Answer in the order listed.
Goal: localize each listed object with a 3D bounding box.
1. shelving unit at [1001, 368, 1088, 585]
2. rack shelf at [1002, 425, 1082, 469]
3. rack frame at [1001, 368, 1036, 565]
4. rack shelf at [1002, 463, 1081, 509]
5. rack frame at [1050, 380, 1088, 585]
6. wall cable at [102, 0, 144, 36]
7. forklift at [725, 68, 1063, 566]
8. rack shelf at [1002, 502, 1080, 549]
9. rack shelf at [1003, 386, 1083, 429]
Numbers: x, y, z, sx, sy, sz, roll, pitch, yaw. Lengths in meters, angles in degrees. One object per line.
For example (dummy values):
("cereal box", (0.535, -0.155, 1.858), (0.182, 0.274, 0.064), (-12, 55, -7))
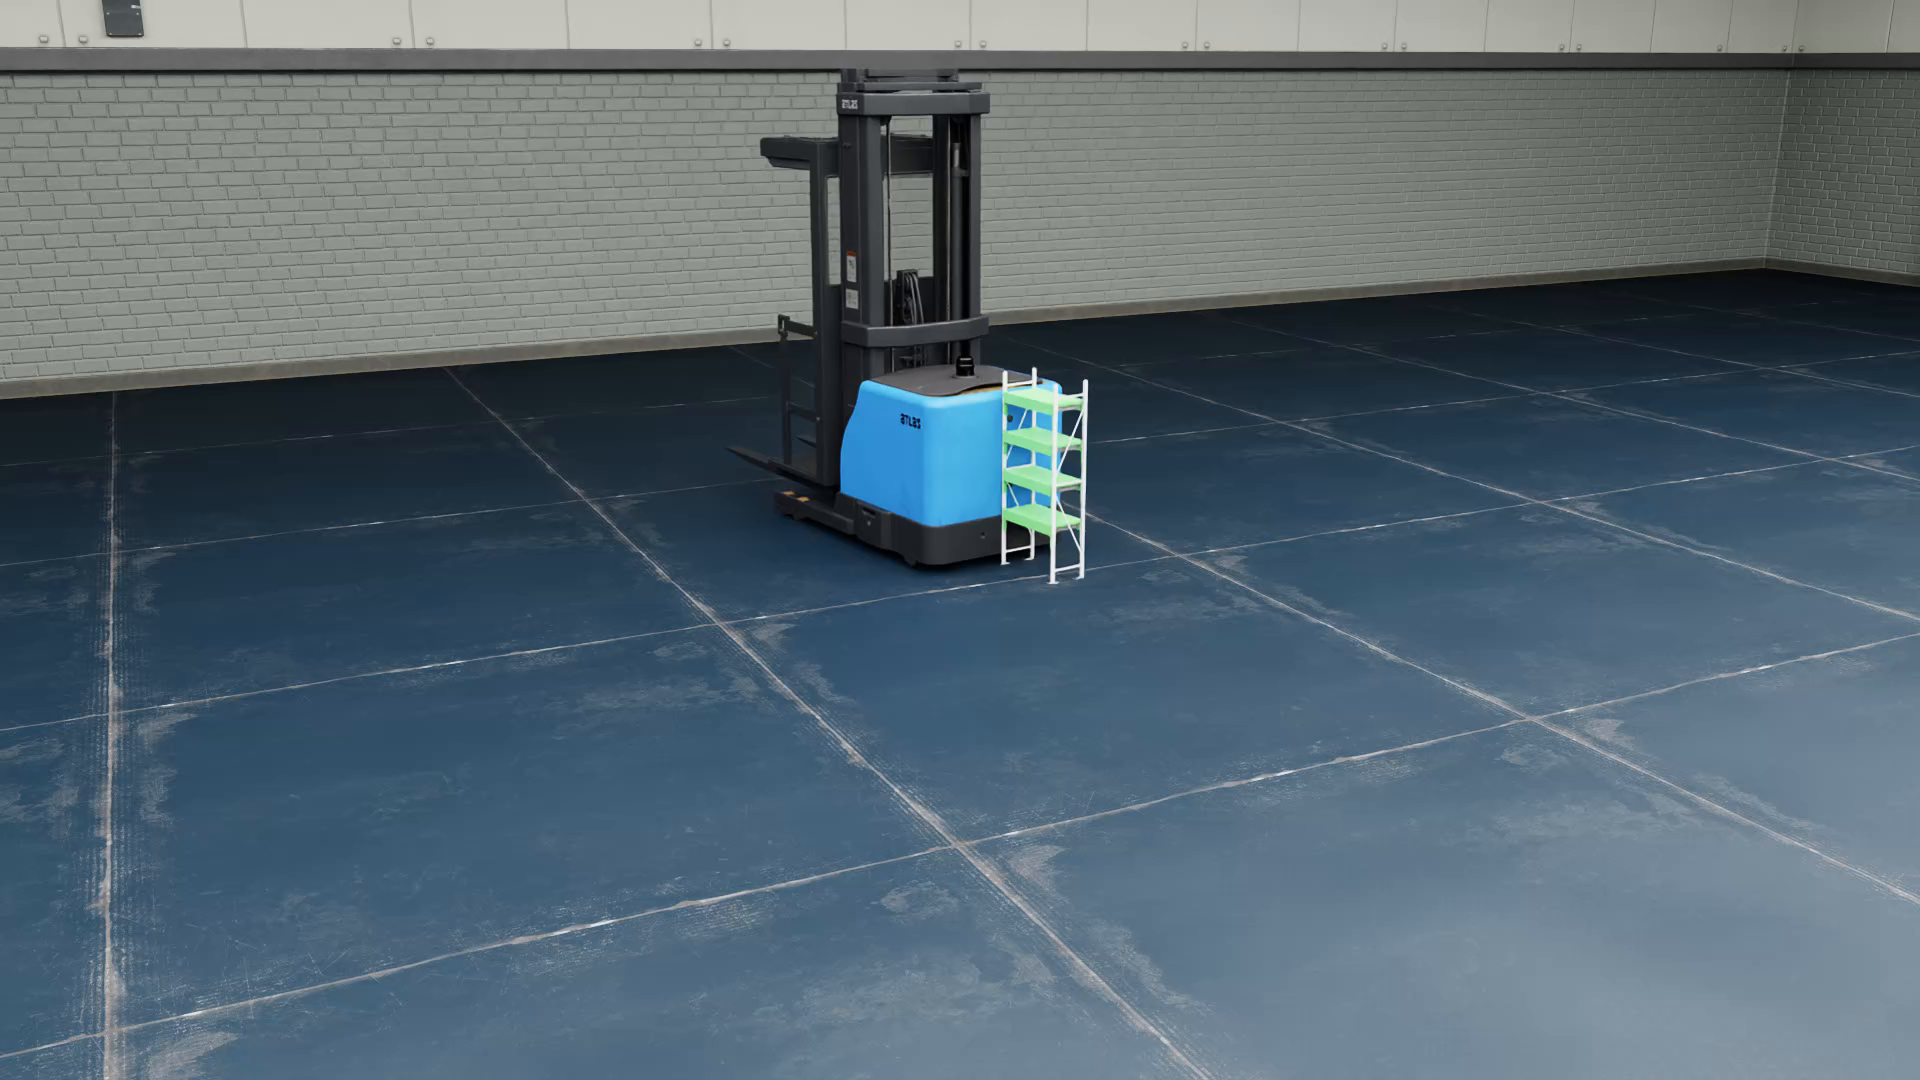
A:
("shelving unit", (0.497, -0.385, 9.918), (0.258, 1.200, 0.503), (-11, 19, -33))
("rack shelf", (0.497, -0.555, 9.870), (0.258, 0.148, 0.480), (-11, 19, -33))
("rack frame", (0.357, -0.440, 10.110), (0.240, 1.200, 0.015), (-11, 19, -33))
("rack shelf", (0.497, -0.324, 9.936), (0.258, 0.148, 0.480), (-11, 19, -33))
("rack frame", (0.636, -0.330, 9.726), (0.240, 1.200, 0.015), (-11, 19, -33))
("wall cable", (-6.591, -7.532, 14.519), (2.305, 6.003, 0.169), (-8, 18, -25))
("forklift", (-0.609, -1.601, 11.017), (1.130, 2.935, 3.031), (-11, 19, -33))
("rack shelf", (0.497, -0.093, 10.002), (0.258, 0.148, 0.480), (-11, 19, -33))
("rack shelf", (0.497, -0.785, 9.803), (0.258, 0.148, 0.480), (-11, 19, -33))
